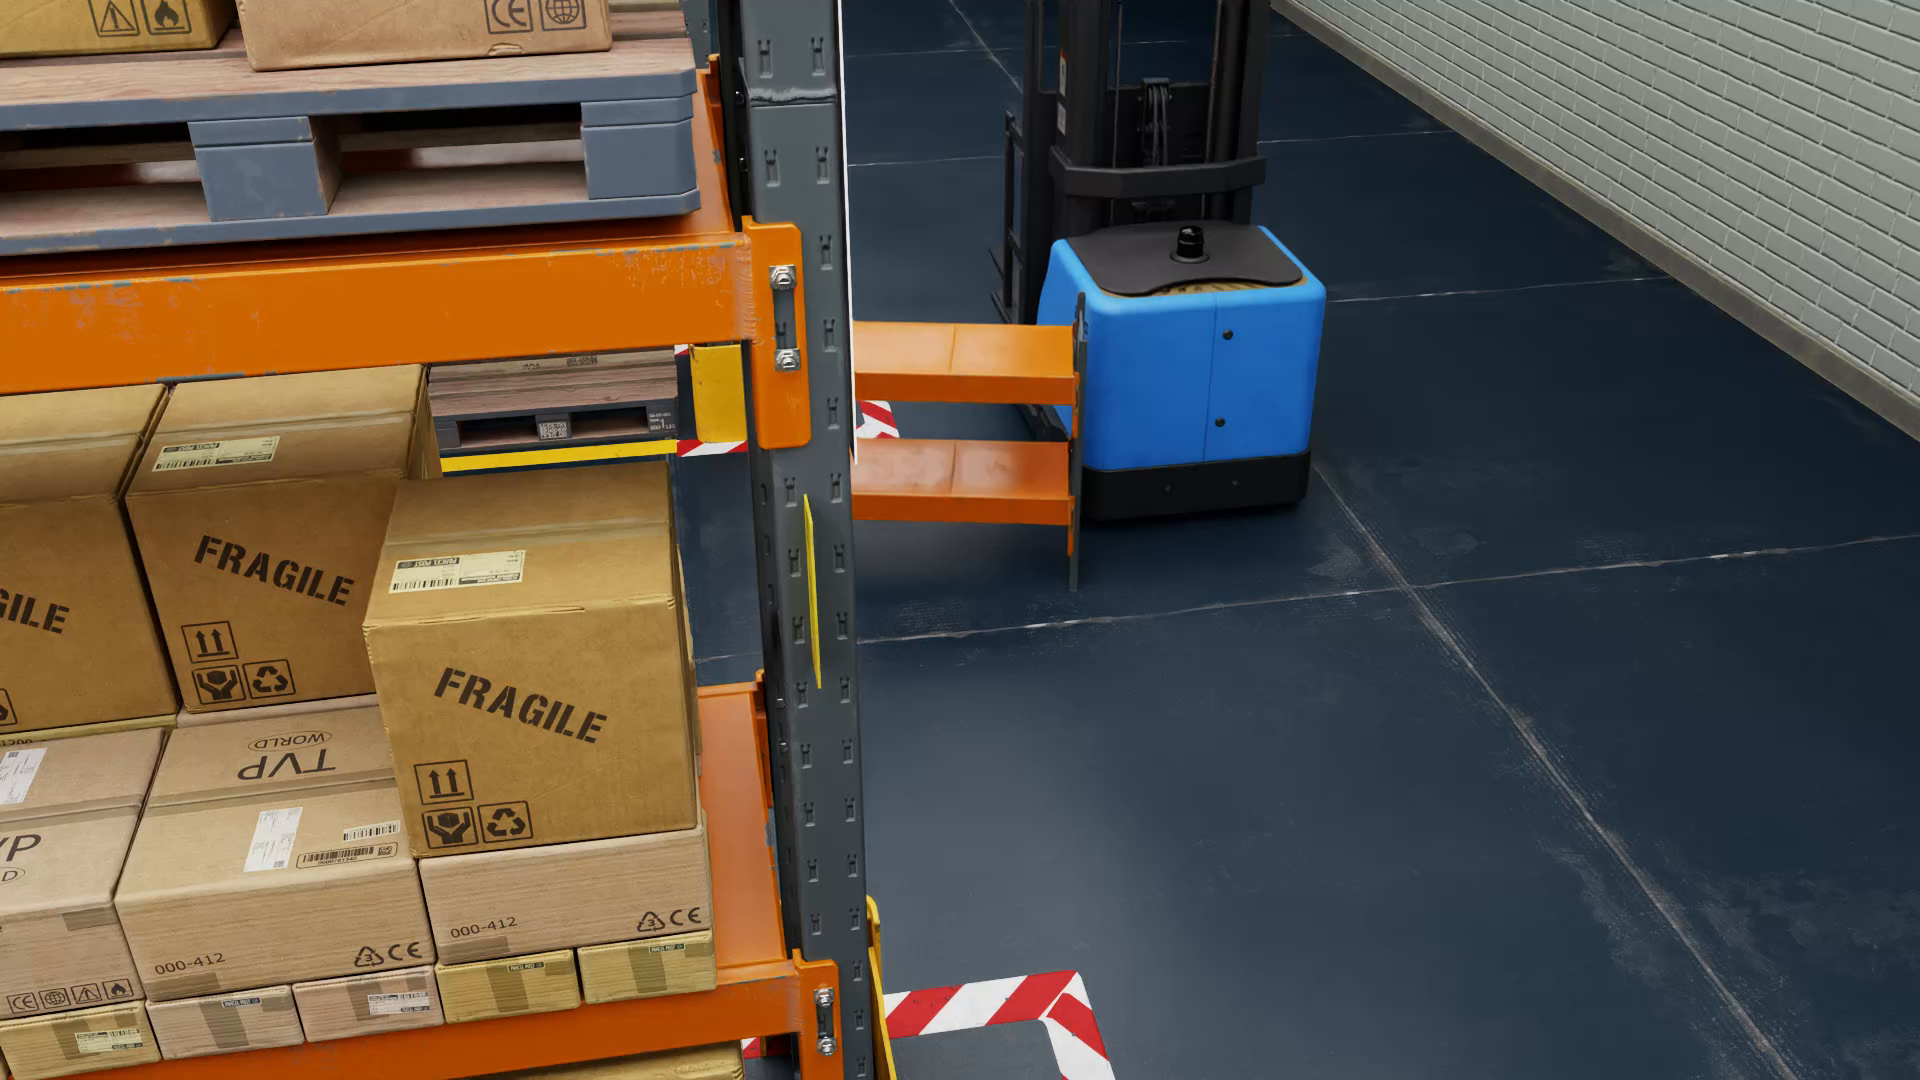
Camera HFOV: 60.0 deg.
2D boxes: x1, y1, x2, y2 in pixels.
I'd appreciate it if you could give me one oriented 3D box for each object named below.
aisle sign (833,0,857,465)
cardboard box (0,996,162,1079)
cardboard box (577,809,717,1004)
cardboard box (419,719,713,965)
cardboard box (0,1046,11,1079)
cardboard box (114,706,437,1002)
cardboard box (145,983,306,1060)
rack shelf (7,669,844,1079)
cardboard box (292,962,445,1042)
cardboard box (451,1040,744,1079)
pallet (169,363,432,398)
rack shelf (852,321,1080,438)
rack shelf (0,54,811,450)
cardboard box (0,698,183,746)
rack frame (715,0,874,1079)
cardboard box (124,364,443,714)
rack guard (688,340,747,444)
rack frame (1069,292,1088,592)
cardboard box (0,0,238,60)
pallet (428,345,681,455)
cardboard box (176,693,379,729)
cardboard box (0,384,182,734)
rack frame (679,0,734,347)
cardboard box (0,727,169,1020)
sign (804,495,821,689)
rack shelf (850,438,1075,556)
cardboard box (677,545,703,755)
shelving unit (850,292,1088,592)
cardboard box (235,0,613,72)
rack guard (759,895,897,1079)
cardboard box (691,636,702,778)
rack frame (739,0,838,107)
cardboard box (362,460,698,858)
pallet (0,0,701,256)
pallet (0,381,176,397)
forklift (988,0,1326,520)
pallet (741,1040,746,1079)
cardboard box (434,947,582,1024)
[{"bbox_3d":[-0.205,-0.561,2.680,0.004,0.787,0.394,-5,31,-9],"label":"aisle sign"},{"bbox_3d":[-1.625,0.816,3.151,0.250,0.149,0.380,-6,31,-10],"label":"cardboard box"},{"bbox_3d":[-0.621,0.722,3.311,0.250,0.149,0.380,-5,31,-8],"label":"cardboard box"},{"bbox_3d":[-0.759,0.530,3.244,0.500,0.250,0.500,-6,31,-10],"label":"cardboard box"},{"bbox_3d":[-1.880,0.840,3.110,0.250,0.149,0.380,-5,31,-9],"label":"cardboard box"},{"bbox_3d":[-1.258,0.576,3.166,0.500,0.250,0.500,-6,31,-10],"label":"cardboard box"},{"bbox_3d":[-1.370,0.791,3.193,0.250,0.149,0.380,-5,31,-8],"label":"cardboard box"},{"bbox_3d":[-2.297,0.910,3.454,4.000,0.370,1.077,-5,31,-9],"label":"rack shelf"},{"bbox_3d":[-1.124,0.769,3.231,0.250,0.149,0.380,-5,31,-9],"label":"cardboard box"},{"bbox_3d":[-0.945,1.250,3.847,0.875,0.875,0.875,-5,31,-9],"label":"cardboard box"},{"bbox_3d":[-3.238,-0.685,8.207,1.213,0.211,1.003,-5,31,-9],"label":"pallet"},{"bbox_3d":[-0.027,-0.661,6.687,1.000,0.278,0.538,1,30,2],"label":"rack shelf"},{"bbox_3d":[-2.297,-0.383,2.693,4.000,0.370,1.077,-5,31,-9],"label":"rack shelf"},{"bbox_3d":[-1.855,0.357,3.537,0.500,0.250,0.500,-6,31,-11],"label":"cardboard box"},{"bbox_3d":[-0.330,0.417,3.582,0.127,3.000,1.000,-5,31,-9],"label":"rack frame"},{"bbox_3d":[-1.342,-0.015,3.431,0.500,0.500,0.500,-6,31,-10],"label":"cardboard box"},{"bbox_3d":[-1.201,-0.984,8.430,0.348,0.500,1.175,-5,31,-9],"label":"rack guard"},{"bbox_3d":[0.481,-0.396,6.814,0.032,1.125,0.500,1,30,2],"label":"rack frame"},{"bbox_3d":[-1.407,-1.078,2.553,0.500,0.500,0.700,-6,31,-11],"label":"cardboard box"},{"bbox_3d":[-2.040,-0.795,8.393,1.213,0.211,1.003,-5,31,-9],"label":"pallet"},{"bbox_3d":[-1.361,0.313,3.612,0.500,0.250,0.500,-6,31,-10],"label":"cardboard box"},{"bbox_3d":[-1.851,0.035,3.345,0.500,0.500,0.500,-6,31,-10],"label":"cardboard box"},{"bbox_3d":[-1.222,-2.053,7.781,0.127,3.000,1.000,-5,31,-9],"label":"rack frame"},{"bbox_3d":[-1.758,0.622,3.087,0.500,0.250,0.500,-6,31,-11],"label":"cardboard box"},{"bbox_3d":[-0.246,0.087,2.766,0.005,0.325,0.100,-5,31,-9],"label":"sign"},{"bbox_3d":[-0.027,-0.198,6.959,1.000,0.278,0.538,1,30,2],"label":"rack shelf"},{"bbox_3d":[-0.850,0.262,3.699,0.500,0.250,0.500,-6,31,-10],"label":"cardboard box"},{"bbox_3d":[-0.027,-0.409,6.835,1.048,1.125,0.538,1,30,2],"label":"shelving unit"},{"bbox_3d":[-0.832,-1.069,2.538,0.500,0.500,0.700,-7,31,-12],"label":"cardboard box"},{"bbox_3d":[-0.306,1.492,4.219,0.348,0.500,1.175,-5,31,-9],"label":"rack guard"},{"bbox_3d":[-0.738,0.393,3.870,0.250,0.149,0.380,-5,31,-8],"label":"cardboard box"},{"bbox_3d":[-0.330,-2.169,2.061,0.127,3.000,1.000,-5,31,-9],"label":"rack frame"},{"bbox_3d":[-0.762,0.206,3.056,0.500,0.500,0.500,-5,31,-8],"label":"cardboard box"},{"bbox_3d":[-1.058,-0.765,2.720,1.213,0.211,1.003,-5,31,-9],"label":"pallet"},{"bbox_3d":[-4.440,-0.572,8.014,1.213,0.211,1.003,-5,31,-9],"label":"pallet"},{"bbox_3d":[0.781,-2.082,7.900,1.130,2.935,3.031,-5,31,-9],"label":"forklift"},{"bbox_3d":[-1.102,1.731,4.098,1.213,0.211,1.003,-5,31,-9],"label":"pallet"},{"bbox_3d":[-0.876,0.746,3.269,0.250,0.149,0.380,-5,31,-8],"label":"cardboard box"}]
